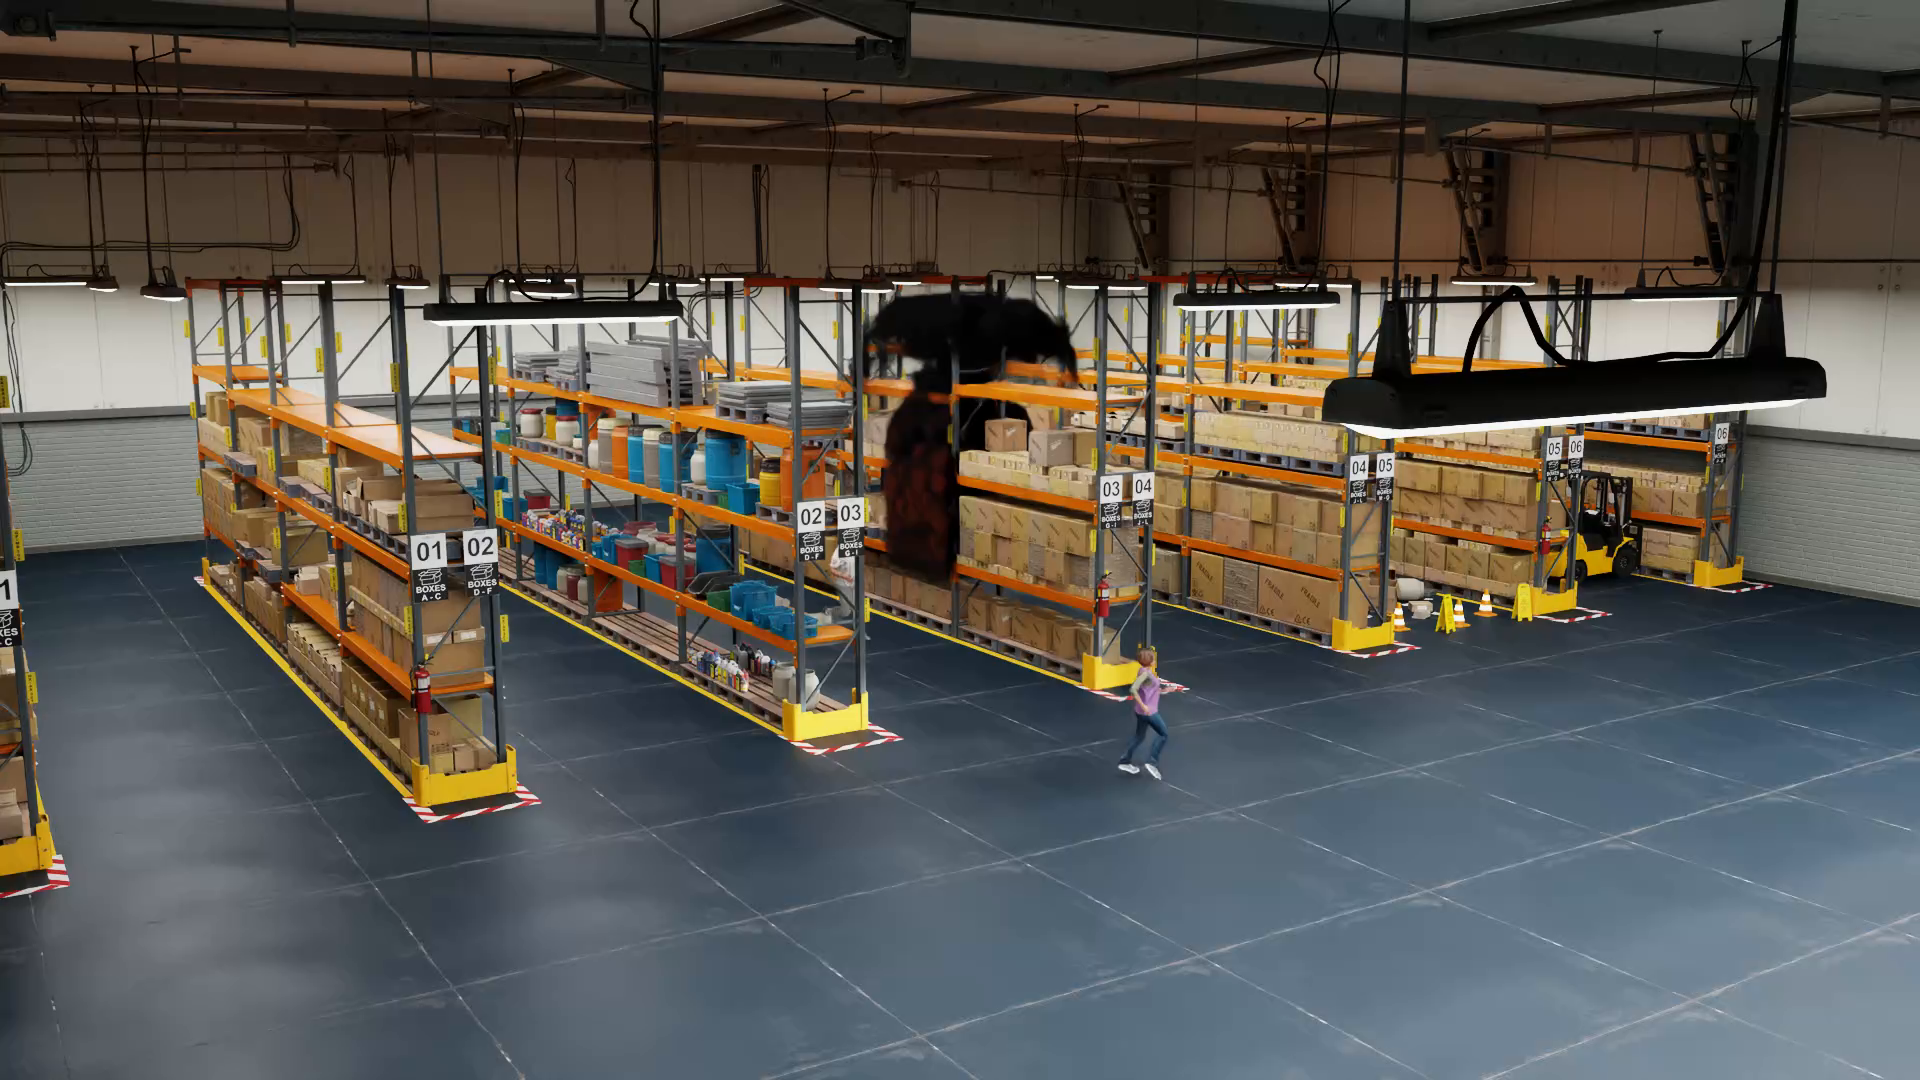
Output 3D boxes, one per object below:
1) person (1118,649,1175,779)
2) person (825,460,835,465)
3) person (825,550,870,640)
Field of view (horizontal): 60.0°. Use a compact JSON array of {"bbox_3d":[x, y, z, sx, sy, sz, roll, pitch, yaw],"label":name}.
[{"bbox_3d":[2.301,2.193,20.466,0.694,1.533,0.503,-1,10,-6],"label":"person"},{"bbox_3d":[-3.145,-1.096,39.601,0.673,1.634,0.571,-2,10,-13],"label":"person"},{"bbox_3d":[-1.776,0.707,26.794,0.678,1.754,0.917,-9,13,-43],"label":"person"}]
